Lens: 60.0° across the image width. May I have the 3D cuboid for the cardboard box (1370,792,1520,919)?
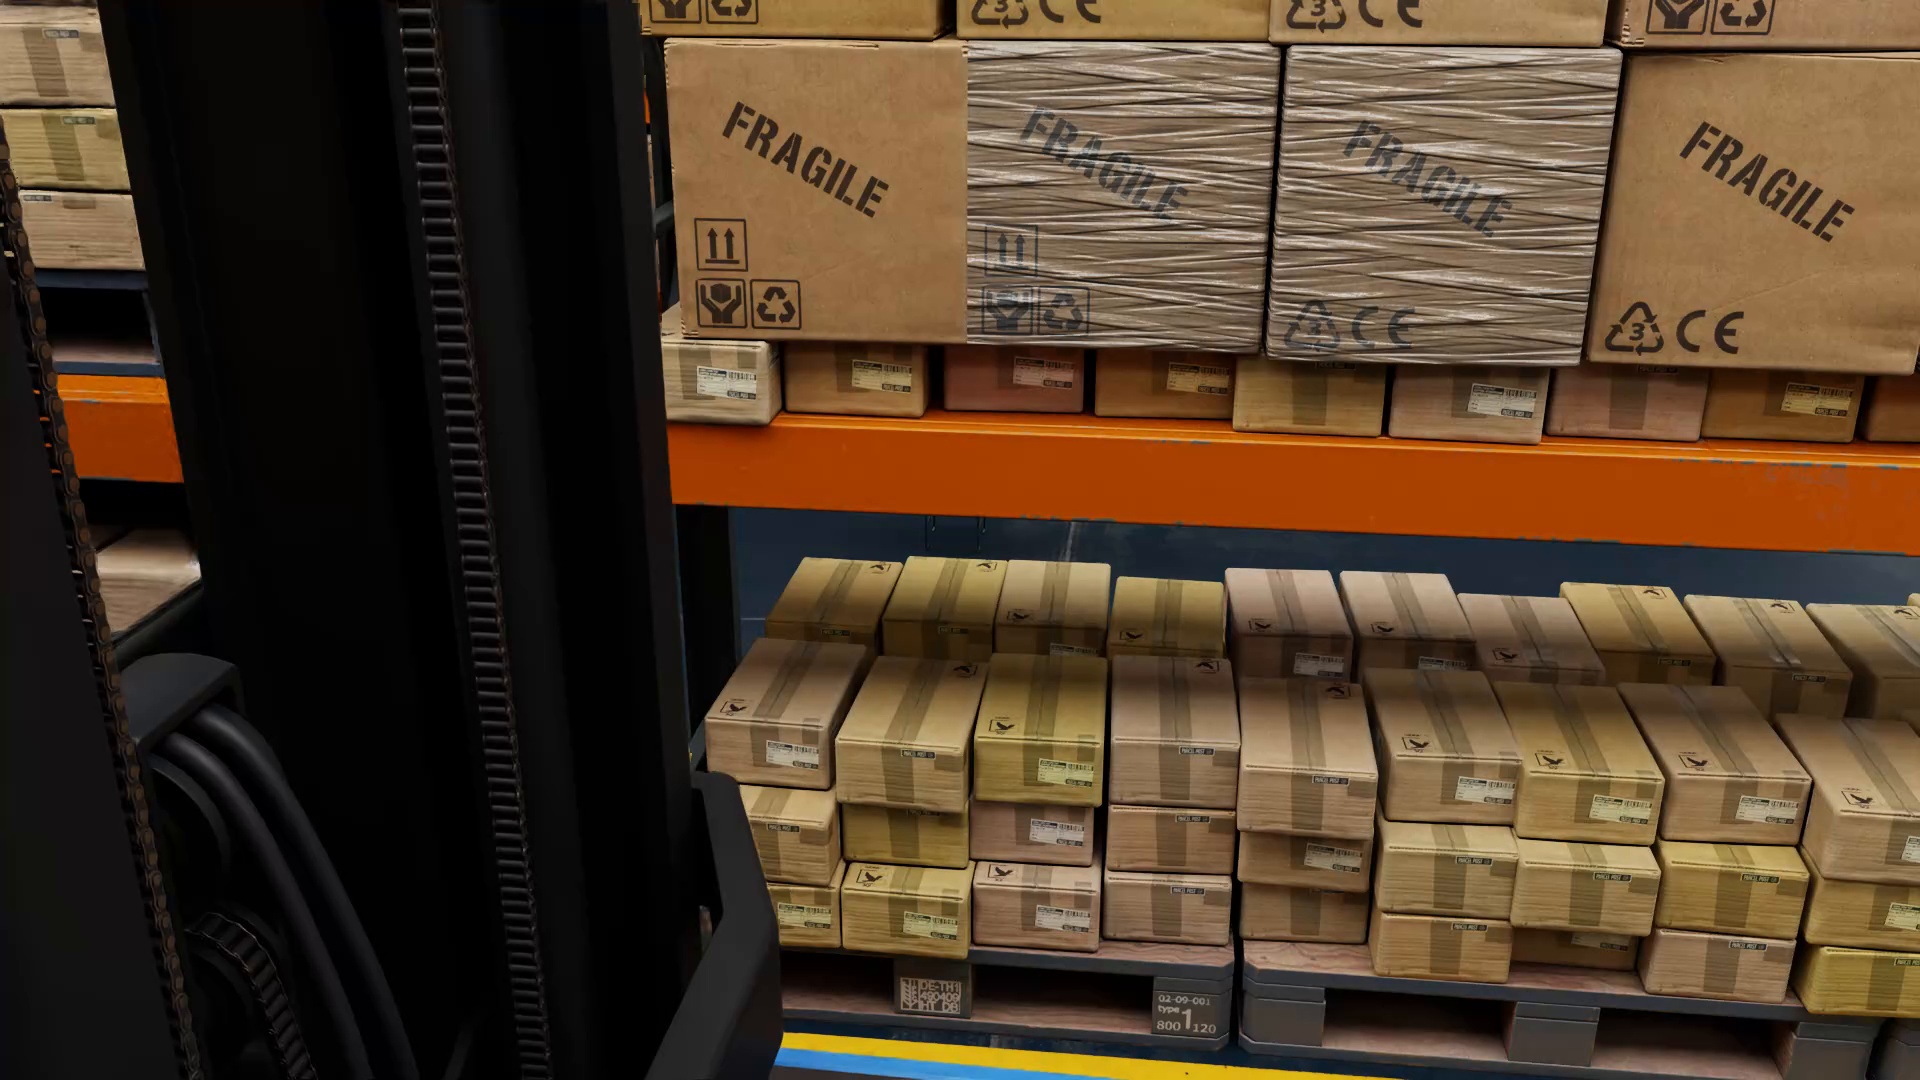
[{"bbox_3d":[0.941,0.577,3.301,0.250,0.149,0.380,2,22,6],"label":"cardboard box"}]

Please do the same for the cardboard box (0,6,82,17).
[{"bbox_3d":[-1.876,-0.926,3.163,0.250,0.149,0.380,2,22,6],"label":"cardboard box"}]

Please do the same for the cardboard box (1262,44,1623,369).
[{"bbox_3d":[0.780,-0.608,2.857,0.500,0.500,0.500,2,22,5],"label":"cardboard box"}]

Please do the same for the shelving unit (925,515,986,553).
[{"bbox_3d":[-0.014,-0.559,5.721,0.189,1.200,0.258,2,22,6],"label":"shelving unit"}]

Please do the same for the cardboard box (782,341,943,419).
[{"bbox_3d":[-0.163,-0.357,3.106,0.250,0.149,0.380,3,22,8],"label":"cardboard box"}]

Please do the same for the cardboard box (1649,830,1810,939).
[{"bbox_3d":[1.459,0.599,3.246,0.250,0.149,0.380,4,22,9],"label":"cardboard box"}]

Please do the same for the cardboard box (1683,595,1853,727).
[{"bbox_3d":[1.768,0.268,3.678,0.250,0.149,0.380,3,22,8],"label":"cardboard box"}]

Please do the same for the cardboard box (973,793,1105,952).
[{"bbox_3d":[0.170,0.677,3.454,0.250,0.149,0.380,2,22,6],"label":"cardboard box"}]

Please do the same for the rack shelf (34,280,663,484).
[{"bbox_3d":[-2.657,-0.342,3.704,4.000,0.370,1.077,2,22,6],"label":"rack shelf"}]

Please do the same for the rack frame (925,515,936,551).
[{"bbox_3d":[-0.105,-0.563,5.731,0.006,1.200,0.240,2,22,6],"label":"rack frame"}]

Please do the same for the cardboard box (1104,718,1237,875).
[{"bbox_3d":[0.427,0.523,3.439,0.250,0.149,0.380,1,22,4],"label":"cardboard box"}]

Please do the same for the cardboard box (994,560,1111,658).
[{"bbox_3d":[0.220,0.189,3.879,0.250,0.149,0.380,2,22,6],"label":"cardboard box"}]

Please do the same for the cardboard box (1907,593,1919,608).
[{"bbox_3d":[2.298,0.264,3.688,0.250,0.149,0.380,2,22,6],"label":"cardboard box"}]

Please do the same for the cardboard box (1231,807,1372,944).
[{"bbox_3d":[0.699,0.668,3.476,0.250,0.149,0.380,2,22,4],"label":"cardboard box"}]

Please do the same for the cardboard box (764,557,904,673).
[{"bbox_3d":[-0.287,0.184,3.891,0.250,0.149,0.380,3,22,8],"label":"cardboard box"}]

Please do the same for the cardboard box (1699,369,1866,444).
[{"bbox_3d":[1.410,-0.304,2.972,0.250,0.149,0.380,3,22,7],"label":"cardboard box"}]

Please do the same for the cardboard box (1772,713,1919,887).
[{"bbox_3d":[1.708,0.484,3.133,0.250,0.149,0.380,3,22,8],"label":"cardboard box"}]

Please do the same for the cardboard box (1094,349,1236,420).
[{"bbox_3d":[0.377,-0.351,3.090,0.250,0.149,0.380,2,22,4],"label":"cardboard box"}]

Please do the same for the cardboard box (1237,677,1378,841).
[{"bbox_3d":[0.675,0.425,3.283,0.250,0.149,0.380,3,22,7],"label":"cardboard box"}]

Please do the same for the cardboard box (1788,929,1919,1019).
[{"bbox_3d":[1.727,0.756,3.255,0.250,0.149,0.380,2,22,4],"label":"cardboard box"}]

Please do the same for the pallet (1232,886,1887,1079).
[{"bbox_3d":[1.215,0.775,3.693,1.213,0.211,1.003,2,22,6],"label":"pallet"}]

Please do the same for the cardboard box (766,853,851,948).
[{"bbox_3d":[-0.347,0.673,3.463,0.250,0.149,0.380,2,22,4],"label":"cardboard box"}]

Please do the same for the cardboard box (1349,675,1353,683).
[{"bbox_3d":[0.974,0.381,3.797,0.250,0.149,0.380,1,22,4],"label":"cardboard box"}]

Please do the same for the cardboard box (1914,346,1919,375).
[{"bbox_3d":[1.809,-0.570,2.761,0.500,0.500,0.500,3,22,6],"label":"cardboard box"}]

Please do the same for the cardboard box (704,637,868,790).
[{"bbox_3d":[-0.353,0.354,3.461,0.250,0.149,0.380,3,22,8],"label":"cardboard box"}]

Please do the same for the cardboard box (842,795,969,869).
[{"bbox_3d":[-0.087,0.513,3.465,0.250,0.149,0.380,3,22,7],"label":"cardboard box"}]

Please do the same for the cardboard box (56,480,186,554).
[{"bbox_3d":[-1.949,0.061,3.514,0.500,0.250,0.500,4,22,9],"label":"cardboard box"}]

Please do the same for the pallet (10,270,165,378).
[{"bbox_3d":[-1.413,-0.587,3.606,1.213,0.211,1.003,2,22,6],"label":"pallet"}]

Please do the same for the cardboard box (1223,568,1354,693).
[{"bbox_3d":[0.748,0.207,3.835,0.250,0.149,0.380,1,22,4],"label":"cardboard box"}]

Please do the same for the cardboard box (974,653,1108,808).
[{"bbox_3d":[0.170,0.381,3.394,0.250,0.149,0.380,2,22,6],"label":"cardboard box"}]

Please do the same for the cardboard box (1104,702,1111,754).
[{"bbox_3d":[0.455,0.359,3.855,0.250,0.149,0.380,3,22,7],"label":"cardboard box"}]

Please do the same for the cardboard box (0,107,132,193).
[{"bbox_3d":[-1.597,-0.775,3.186,0.250,0.149,0.380,3,22,9],"label":"cardboard box"}]

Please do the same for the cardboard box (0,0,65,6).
[{"bbox_3d":[-2.042,-1.175,3.792,0.250,0.149,0.380,2,22,6],"label":"cardboard box"}]

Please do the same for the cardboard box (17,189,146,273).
[{"bbox_3d":[-1.594,-0.636,3.239,0.250,0.149,0.380,2,22,6],"label":"cardboard box"}]

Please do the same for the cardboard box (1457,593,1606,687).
[{"bbox_3d":[1.251,0.264,3.688,0.250,0.149,0.380,3,22,6],"label":"cardboard box"}]

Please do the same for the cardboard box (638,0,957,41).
[{"bbox_3d":[-0.251,-1.131,2.821,0.500,0.500,0.500,3,22,8],"label":"cardboard box"}]

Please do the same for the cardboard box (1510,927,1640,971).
[{"bbox_3d":[1.216,0.698,3.400,0.250,0.149,0.380,3,22,8],"label":"cardboard box"}]

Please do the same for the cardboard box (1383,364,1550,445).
[{"bbox_3d":[0.885,-0.302,2.966,0.250,0.149,0.380,3,22,9],"label":"cardboard box"}]

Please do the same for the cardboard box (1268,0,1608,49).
[{"bbox_3d":[0.762,-1.081,2.695,0.500,0.500,0.500,3,22,7],"label":"cardboard box"}]

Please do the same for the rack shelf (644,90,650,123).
[{"bbox_3d":[-1.973,-2.149,8.273,4.000,0.370,1.077,2,22,6],"label":"rack shelf"}]

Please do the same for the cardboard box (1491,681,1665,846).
[{"bbox_3d":[1.196,0.431,3.266,0.250,0.149,0.380,3,22,7],"label":"cardboard box"}]

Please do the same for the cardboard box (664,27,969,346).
[{"bbox_3d":[-0.209,-0.661,2.992,0.500,0.500,0.500,2,22,5],"label":"cardboard box"}]
